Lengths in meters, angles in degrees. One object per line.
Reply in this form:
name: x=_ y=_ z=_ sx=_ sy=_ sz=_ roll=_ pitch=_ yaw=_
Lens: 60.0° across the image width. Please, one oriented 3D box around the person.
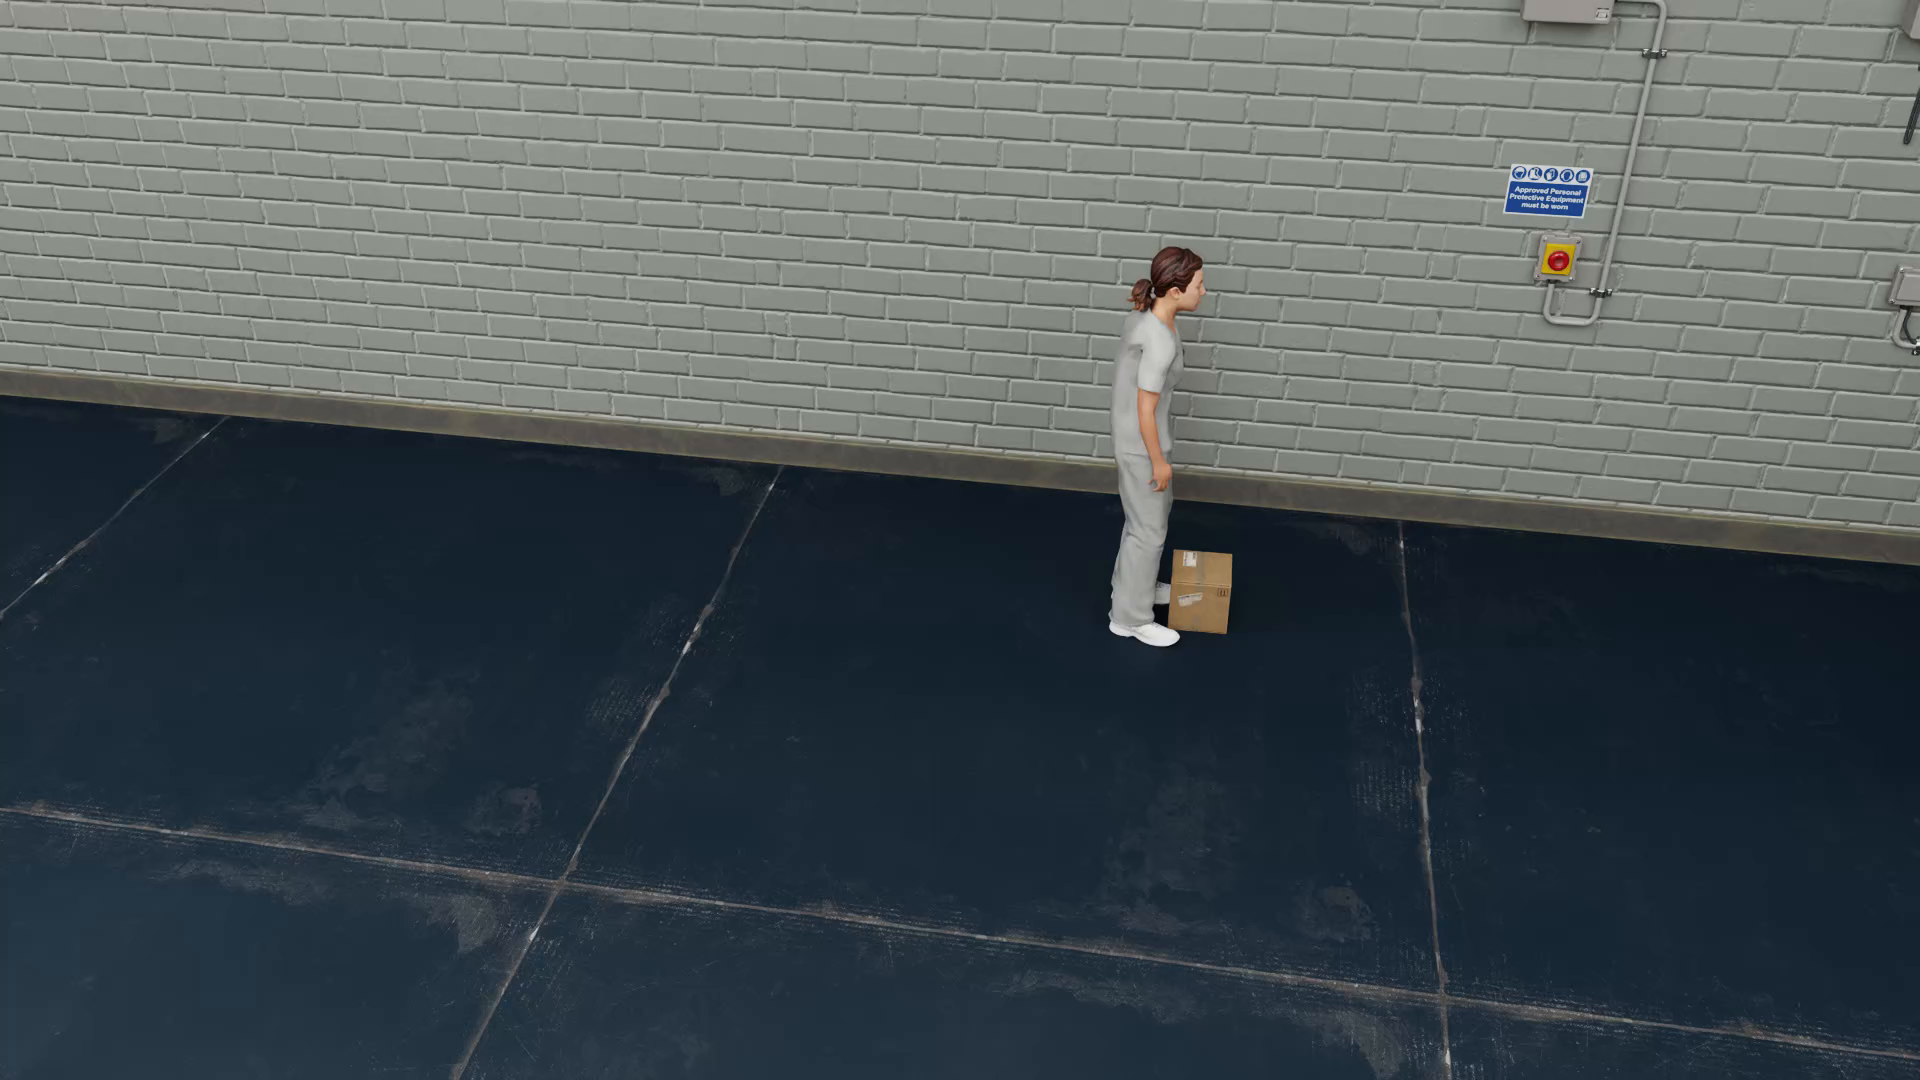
person: x=0.781 y=-0.393 z=6.757 sx=0.355 sy=1.672 sz=0.516 roll=4 pitch=33 yaw=6
